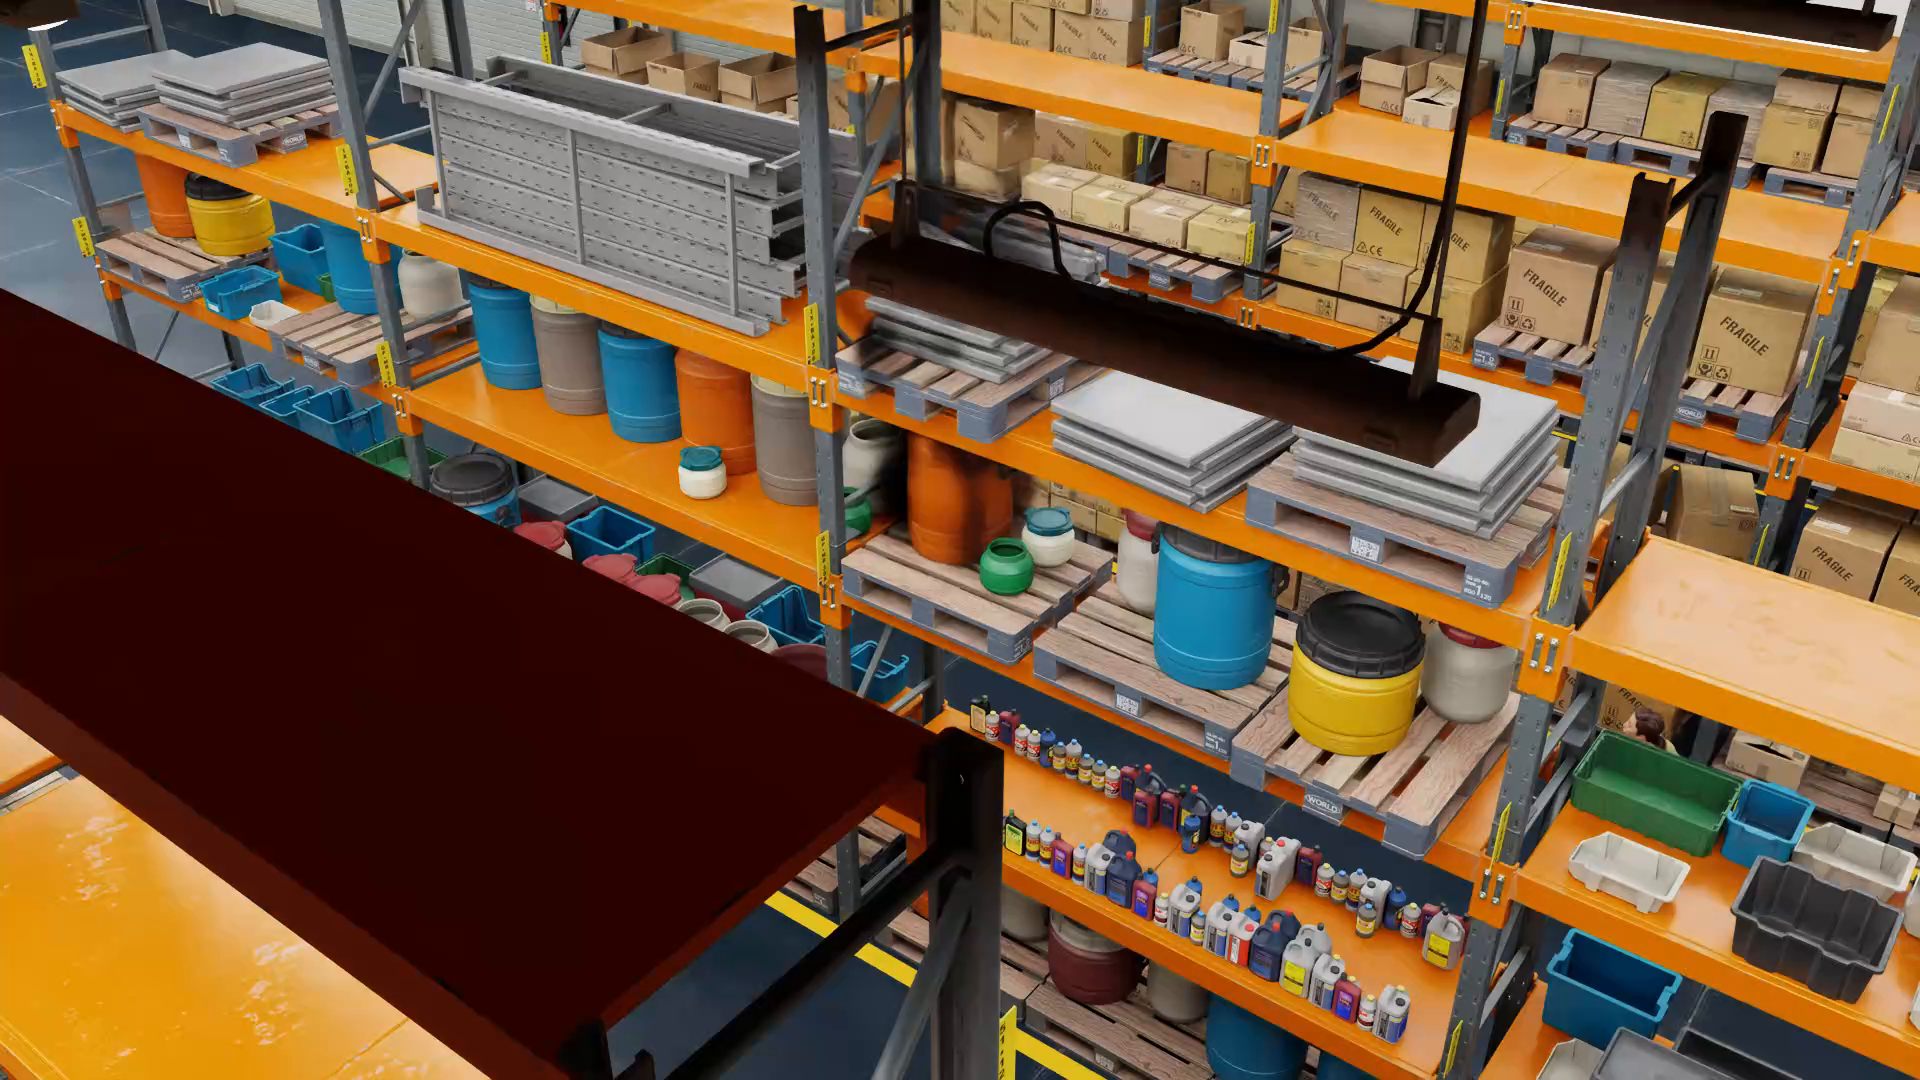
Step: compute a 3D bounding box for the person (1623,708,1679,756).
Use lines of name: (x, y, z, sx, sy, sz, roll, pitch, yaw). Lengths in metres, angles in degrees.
person: (4.332, 1.768, 10.739, 0.920, 1.616, 0.597, 15, 35, 23)
